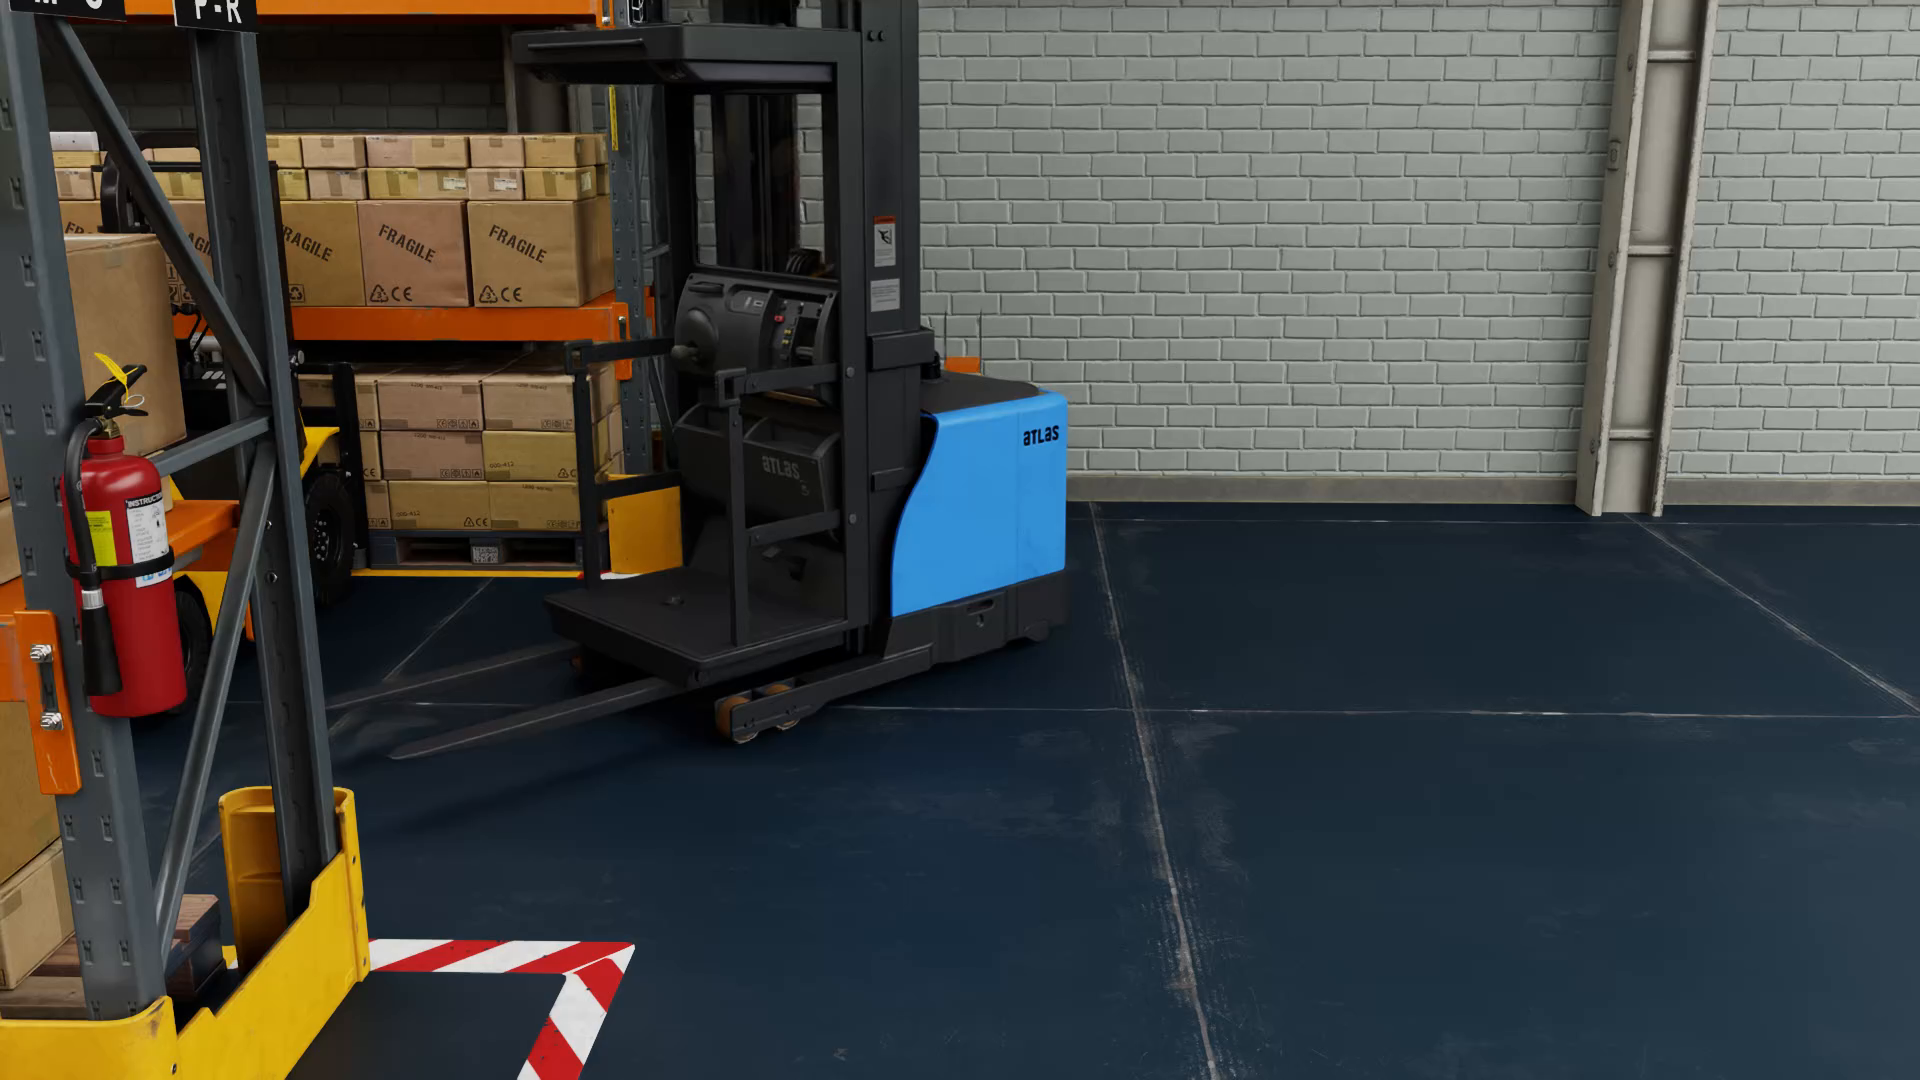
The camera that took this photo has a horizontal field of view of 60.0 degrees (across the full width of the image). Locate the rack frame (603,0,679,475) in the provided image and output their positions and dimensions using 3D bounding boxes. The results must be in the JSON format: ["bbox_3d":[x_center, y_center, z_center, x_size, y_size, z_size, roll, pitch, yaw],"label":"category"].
[{"bbox_3d":[-1.571,-1.429,8.378,0.127,3.000,1.000,0,15,1],"label":"rack frame"}]

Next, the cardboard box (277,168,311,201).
[{"bbox_3d":[-3.208,-1.724,8.028,0.250,0.149,0.380,0,15,2],"label":"cardboard box"}]

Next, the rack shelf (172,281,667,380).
[{"bbox_3d":[-3.570,-1.095,8.519,4.000,0.370,1.077,0,15,1],"label":"rack shelf"}]

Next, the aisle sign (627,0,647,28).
[{"bbox_3d":[-1.513,-2.611,7.761,0.004,0.787,0.394,0,15,1],"label":"aisle sign"}]

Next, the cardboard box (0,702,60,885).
[{"bbox_3d":[-2.517,0.525,4.069,0.500,0.500,0.500,0,15,0],"label":"cardboard box"}]

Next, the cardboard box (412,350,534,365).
[{"bbox_3d":[-2.546,-0.840,8.751,0.500,0.250,0.500,0,15,2],"label":"cardboard box"}]

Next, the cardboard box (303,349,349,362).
[{"bbox_3d":[-3.558,-0.851,8.793,0.500,0.250,0.500,0,15,0],"label":"cardboard box"}]

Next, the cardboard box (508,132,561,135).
[{"bbox_3d":[-2.166,-2.010,8.526,0.250,0.149,0.380,1,15,3],"label":"cardboard box"}]

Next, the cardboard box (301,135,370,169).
[{"bbox_3d":[-2.954,-1.866,7.983,0.250,0.149,0.380,1,15,3],"label":"cardboard box"}]

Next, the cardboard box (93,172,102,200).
[{"bbox_3d":[-3.979,-1.733,8.060,0.250,0.149,0.380,0,15,0],"label":"cardboard box"}]

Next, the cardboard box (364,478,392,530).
[{"bbox_3d":[-3.046,-0.237,8.424,0.500,0.250,0.500,1,15,2],"label":"cardboard box"}]

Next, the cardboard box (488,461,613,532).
[{"bbox_3d":[-2.049,-0.225,8.381,0.500,0.250,0.500,0,15,2],"label":"cardboard box"}]

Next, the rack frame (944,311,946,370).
[{"bbox_3d":[-0.077,-0.581,8.689,0.006,1.200,0.240,0,15,1],"label":"rack frame"}]

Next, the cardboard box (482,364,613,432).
[{"bbox_3d":[-2.039,-0.710,8.257,0.500,0.250,0.500,1,15,3],"label":"cardboard box"}]

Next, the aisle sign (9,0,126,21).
[{"bbox_3d":[-1.640,-1.346,2.966,0.004,0.787,0.394,0,15,1],"label":"aisle sign"}]

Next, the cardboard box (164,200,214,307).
[{"bbox_3d":[-3.603,-1.423,8.159,0.500,0.500,0.500,0,15,2],"label":"cardboard box"}]

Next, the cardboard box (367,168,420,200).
[{"bbox_3d":[-2.686,-1.738,8.080,0.250,0.149,0.380,0,15,1],"label":"cardboard box"}]

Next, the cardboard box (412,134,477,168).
[{"bbox_3d":[-2.444,-1.872,8.006,0.250,0.149,0.380,1,15,3],"label":"cardboard box"}]

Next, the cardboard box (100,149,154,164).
[{"bbox_3d":[-3.969,-1.895,8.093,0.250,0.149,0.380,0,15,1],"label":"cardboard box"}]

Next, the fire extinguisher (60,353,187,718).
[{"bbox_3d":[-1.591,-0.008,3.141,0.183,0.674,0.296,0,15,1],"label":"fire extinguisher"}]

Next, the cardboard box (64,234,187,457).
[{"bbox_3d":[-2.160,-0.430,3.809,0.500,0.500,0.500,0,15,1],"label":"cardboard box"}]

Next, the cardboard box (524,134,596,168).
[{"bbox_3d":[-1.934,-1.884,8.050,0.250,0.149,0.380,0,15,2],"label":"cardboard box"}]

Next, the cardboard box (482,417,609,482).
[{"bbox_3d":[-2.066,-0.468,8.321,0.500,0.250,0.500,0,15,1],"label":"cardboard box"}]

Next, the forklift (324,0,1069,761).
[{"bbox_3d":[-0.943,-0.828,6.234,3.031,2.935,1.130,-14,20,-42],"label":"forklift"}]

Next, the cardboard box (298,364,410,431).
[{"bbox_3d":[-3.055,-0.712,8.267,0.500,0.250,0.500,1,15,2],"label":"cardboard box"}]

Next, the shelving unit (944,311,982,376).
[{"bbox_3d":[0.014,-0.580,8.687,0.189,1.200,0.258,0,15,1],"label":"shelving unit"}]

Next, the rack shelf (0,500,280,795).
[{"bbox_3d":[-3.693,0.171,3.721,4.000,0.370,1.077,0,15,1],"label":"rack shelf"}]

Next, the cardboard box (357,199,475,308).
[{"bbox_3d":[-2.588,-1.420,8.145,0.500,0.500,0.500,1,15,3],"label":"cardboard box"}]

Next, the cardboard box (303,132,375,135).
[{"bbox_3d":[-3.197,-2.028,8.596,0.250,0.149,0.380,0,15,0],"label":"cardboard box"}]

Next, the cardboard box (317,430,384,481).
[{"bbox_3d":[-3.083,-0.472,8.336,0.500,0.250,0.500,0,15,0],"label":"cardboard box"}]

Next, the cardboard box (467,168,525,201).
[{"bbox_3d":[-2.181,-1.716,7.998,0.250,0.149,0.380,1,15,2],"label":"cardboard box"}]

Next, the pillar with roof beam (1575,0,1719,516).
[{"bbox_3d":[3.644,-3.428,4.192,0.400,9.000,9.100,0,15,1],"label":"pillar with roof beam"}]

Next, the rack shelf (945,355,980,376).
[{"bbox_3d":[0.014,-0.885,8.606,0.180,0.103,0.258,0,15,1],"label":"rack shelf"}]

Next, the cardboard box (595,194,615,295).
[{"bbox_3d":[-2.059,-1.552,8.646,0.500,0.500,0.500,1,15,3],"label":"cardboard box"}]

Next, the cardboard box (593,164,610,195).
[{"bbox_3d":[-1.903,-1.860,8.541,0.250,0.149,0.380,0,15,0],"label":"cardboard box"}]

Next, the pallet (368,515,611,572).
[{"bbox_3d":[-2.337,-0.075,8.712,1.213,0.211,1.003,0,15,1],"label":"pallet"}]

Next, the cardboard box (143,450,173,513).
[{"bbox_3d":[-2.028,-0.097,3.820,0.250,0.149,0.380,0,15,2],"label":"cardboard box"}]

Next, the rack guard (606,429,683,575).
[{"bbox_3d":[-1.547,-0.221,8.696,0.348,0.500,1.175,0,15,1],"label":"rack guard"}]
